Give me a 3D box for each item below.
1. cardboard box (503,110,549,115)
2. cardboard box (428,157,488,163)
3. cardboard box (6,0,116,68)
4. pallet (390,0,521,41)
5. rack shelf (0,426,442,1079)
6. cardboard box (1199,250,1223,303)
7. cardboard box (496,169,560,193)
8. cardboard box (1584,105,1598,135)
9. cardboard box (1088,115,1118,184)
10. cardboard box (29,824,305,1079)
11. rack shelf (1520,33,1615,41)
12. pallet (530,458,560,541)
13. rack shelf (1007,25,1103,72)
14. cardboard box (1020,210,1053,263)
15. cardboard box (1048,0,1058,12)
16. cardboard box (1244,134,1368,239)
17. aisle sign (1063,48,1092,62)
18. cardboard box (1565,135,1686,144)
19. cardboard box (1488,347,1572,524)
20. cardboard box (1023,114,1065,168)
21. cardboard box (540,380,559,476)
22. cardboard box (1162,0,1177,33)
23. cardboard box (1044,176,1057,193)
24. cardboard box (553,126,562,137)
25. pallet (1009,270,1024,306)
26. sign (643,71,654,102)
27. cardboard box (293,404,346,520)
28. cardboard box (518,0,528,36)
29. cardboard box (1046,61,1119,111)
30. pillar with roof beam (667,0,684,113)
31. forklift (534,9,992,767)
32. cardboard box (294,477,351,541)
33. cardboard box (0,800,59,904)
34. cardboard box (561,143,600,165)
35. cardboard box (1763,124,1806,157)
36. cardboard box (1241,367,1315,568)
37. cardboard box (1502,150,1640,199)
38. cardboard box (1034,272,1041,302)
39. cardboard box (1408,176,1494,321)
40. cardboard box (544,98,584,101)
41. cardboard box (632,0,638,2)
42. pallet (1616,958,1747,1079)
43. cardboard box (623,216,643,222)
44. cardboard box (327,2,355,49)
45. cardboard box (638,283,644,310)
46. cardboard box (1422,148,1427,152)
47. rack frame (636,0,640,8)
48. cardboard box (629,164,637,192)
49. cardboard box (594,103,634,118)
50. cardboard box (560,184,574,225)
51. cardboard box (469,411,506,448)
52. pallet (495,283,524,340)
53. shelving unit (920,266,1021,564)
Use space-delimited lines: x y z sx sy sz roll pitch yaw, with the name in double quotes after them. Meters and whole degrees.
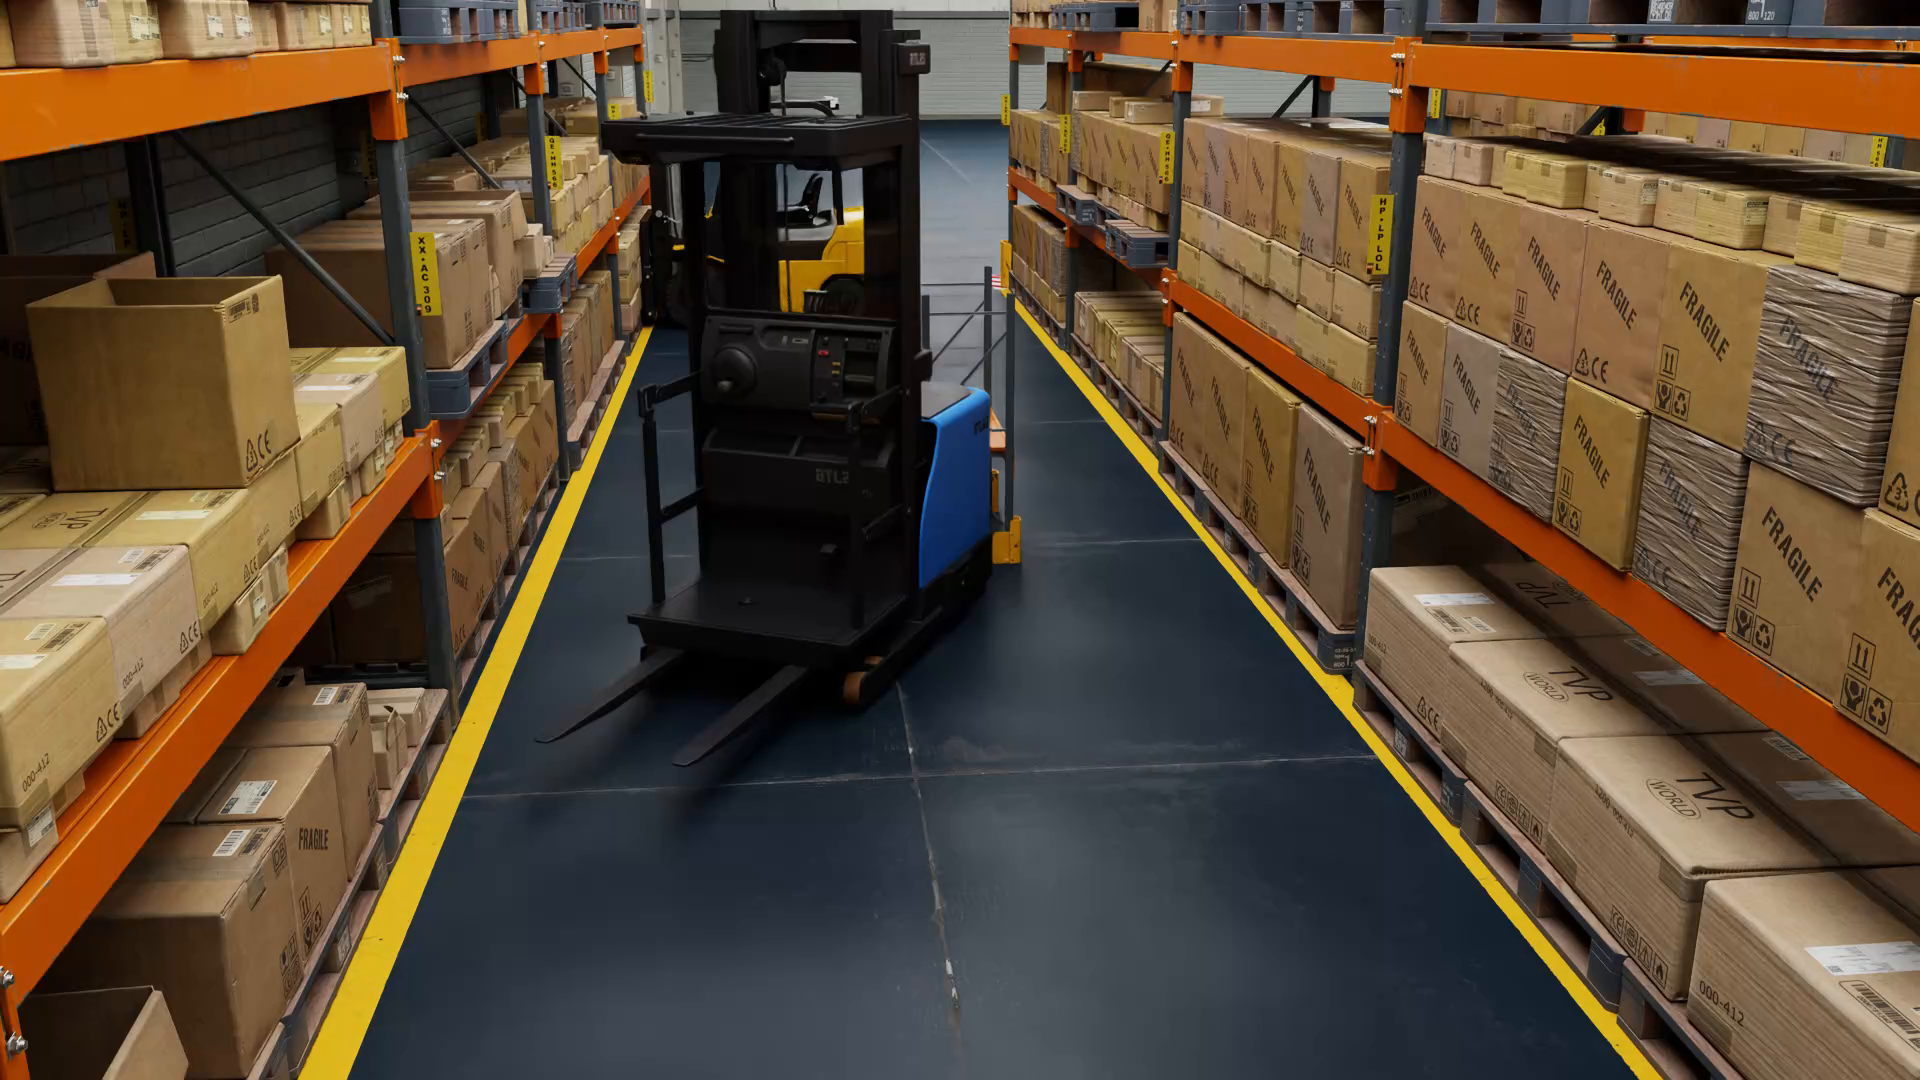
-3.923 -3.812 15.066 0.380 0.149 0.250 -2 18 -7 "cardboard box"
-3.556 -2.633 11.806 0.380 0.149 0.250 -2 18 -7 "cardboard box"
-2.026 -1.070 3.489 0.380 0.149 0.250 -1 17 -4 "cardboard box"
-2.759 -2.464 7.822 1.213 0.211 1.003 -2 18 -6 "pallet"
-2.445 0.322 4.843 1.077 0.370 4.000 -2 18 -6 "rack shelf"
1.744 -1.585 9.969 0.500 0.250 0.500 -2 18 -7 "cardboard box"
-2.833 -2.349 10.902 0.380 0.149 0.250 -1 17 -4 "cardboard box"
6.370 -4.035 15.470 0.875 0.550 0.550 -2 18 -6 "cardboard box"
1.313 -3.099 13.176 0.500 0.500 0.500 -2 18 -6 "cardboard box"
-2.257 1.126 4.554 0.700 0.500 0.500 -1 17 -3 "cardboard box"
6.167 -5.021 16.857 1.077 0.370 4.000 -2 18 -6 "rack shelf"
-3.024 -0.254 10.135 1.003 0.211 1.213 -2 18 -6 "pallet"
1.254 -4.838 16.274 1.077 0.370 4.000 -2 18 -6 "rack shelf"
0.917 -3.181 17.439 0.500 0.500 0.500 -2 18 -8 "cardboard box"
1.094 -4.930 15.118 0.500 0.250 0.500 -2 18 -7 "cardboard box"
1.828 -1.881 8.823 0.500 0.500 0.500 -1 17 -5 "cardboard box"
1.330 -5.614 18.212 0.394 0.787 0.004 -2 18 -6 "aisle sign"
2.634 -1.523 6.603 0.380 0.149 0.250 -2 18 -7 "cardboard box"
2.166 -0.373 5.689 0.500 0.500 0.500 -2 18 -5 "cardboard box"
0.931 -4.080 17.003 0.500 0.500 0.500 -2 18 -7 "cardboard box"
-2.806 -0.697 10.361 0.500 0.500 0.500 -1 17 -4 "cardboard box"
1.785 -3.724 11.358 0.700 0.500 0.500 -2 18 -6 "cardboard box"
1.016 -3.424 15.994 0.380 0.149 0.250 -2 18 -6 "cardboard box"
-3.842 -3.751 15.367 0.380 0.149 0.250 -1 17 -4 "cardboard box"
1.104 -2.750 18.085 1.003 0.211 1.213 -2 18 -6 "pallet"
-3.348 -4.870 17.853 0.100 0.325 0.005 -2 18 -6 "sign"
-2.251 -0.245 5.204 0.500 0.250 0.500 -2 18 -6 "cardboard box"
-2.769 -3.023 9.540 0.500 0.250 0.500 -2 18 -7 "cardboard box"
1.318 -4.868 17.841 0.700 0.500 0.500 -2 18 -7 "cardboard box"
-3.526 -15.890 45.267 9.100 9.000 0.400 -2 18 -6 "pillar with roof beam"
-0.818 -0.798 7.326 1.130 2.935 3.031 6 19 19 "forklift"
-2.213 -0.102 5.413 0.380 0.149 0.250 -2 18 -6 "cardboard box"
-2.000 0.588 3.214 0.380 0.149 0.250 -2 18 -6 "cardboard box"
-3.044 -3.037 13.094 0.380 0.149 0.250 -2 18 -7 "cardboard box"
6.641 -3.108 12.733 0.700 0.500 0.500 -2 18 -6 "cardboard box"
2.041 -0.409 8.818 0.875 0.875 0.875 -1 17 -4 "cardboard box"
2.135 -1.277 5.817 0.380 0.149 0.250 -2 18 -6 "cardboard box"
1.019 -2.521 16.589 0.500 0.250 0.500 -2 17 -5 "cardboard box"
2.094 -1.147 6.485 0.500 0.500 0.500 -2 18 -5 "cardboard box"
-4.102 -4.503 17.267 0.380 0.149 0.250 -1 17 -4 "cardboard box"
-3.601 -5.794 17.083 0.500 0.500 0.500 -1 17 -4 "cardboard box"
2.538 1.515 4.498 1.003 0.211 1.213 -2 18 -6 "pallet"
-3.411 -3.128 16.853 0.500 0.250 0.500 -2 17 -5 "cardboard box"
-2.298 -1.757 5.677 0.380 0.149 0.250 -2 18 -6 "cardboard box"
-3.333 -2.346 16.033 0.500 0.250 0.500 -1 17 -5 "cardboard box"
2.446 -1.587 7.887 0.500 0.500 0.500 -2 18 -6 "cardboard box"
-3.889 -7.054 17.123 1.000 3.000 0.127 -2 18 -6 "rack frame"
-3.417 -3.644 16.110 0.500 0.500 0.500 -2 18 -5 "cardboard box"
-3.411 -4.214 16.344 0.380 0.149 0.250 -1 17 -5 "cardboard box"
-2.917 -2.264 11.298 0.500 0.250 0.500 -1 17 -4 "cardboard box"
-2.652 -0.590 8.939 0.380 0.149 0.250 -3 18 -8 "cardboard box"
-2.859 -1.138 8.613 1.003 0.211 1.213 -2 18 -6 "pallet"
-0.008 -0.738 9.525 0.587 1.500 1.083 -2 18 -6 "shelving unit"
